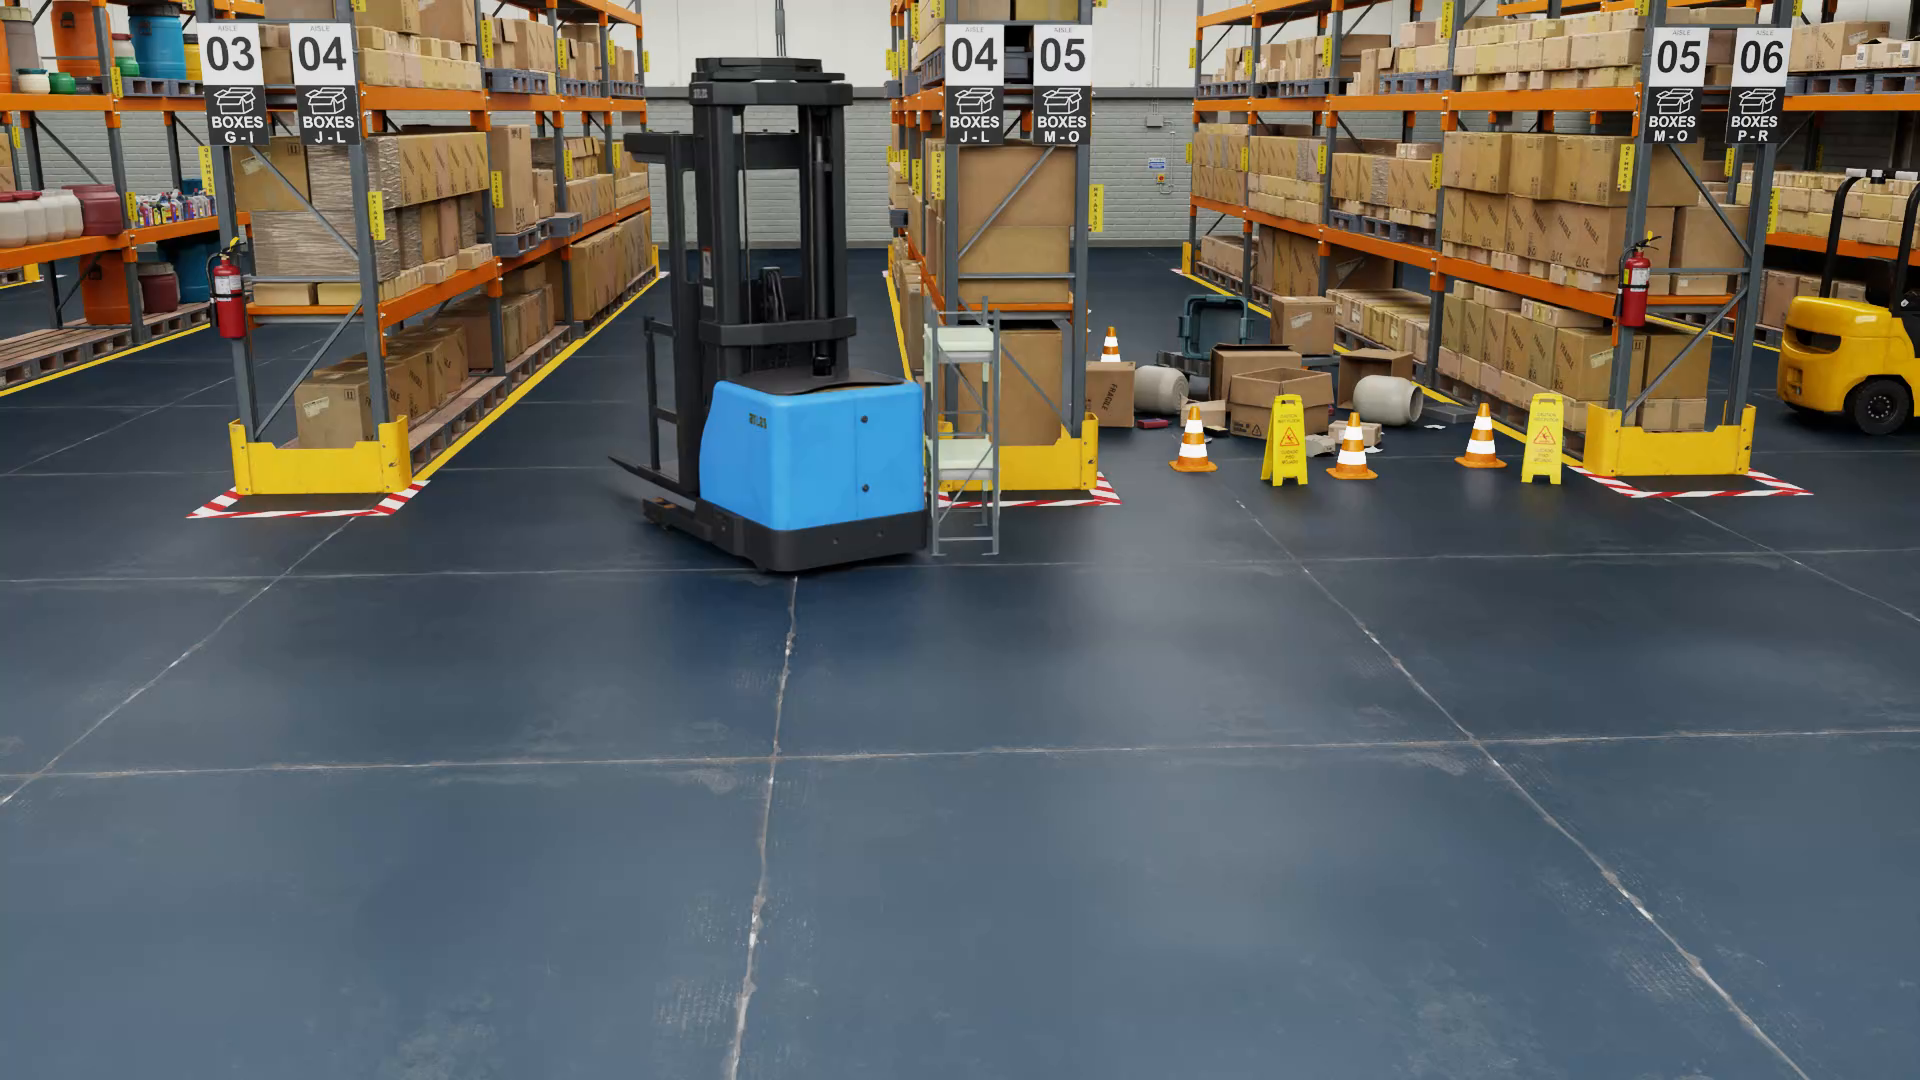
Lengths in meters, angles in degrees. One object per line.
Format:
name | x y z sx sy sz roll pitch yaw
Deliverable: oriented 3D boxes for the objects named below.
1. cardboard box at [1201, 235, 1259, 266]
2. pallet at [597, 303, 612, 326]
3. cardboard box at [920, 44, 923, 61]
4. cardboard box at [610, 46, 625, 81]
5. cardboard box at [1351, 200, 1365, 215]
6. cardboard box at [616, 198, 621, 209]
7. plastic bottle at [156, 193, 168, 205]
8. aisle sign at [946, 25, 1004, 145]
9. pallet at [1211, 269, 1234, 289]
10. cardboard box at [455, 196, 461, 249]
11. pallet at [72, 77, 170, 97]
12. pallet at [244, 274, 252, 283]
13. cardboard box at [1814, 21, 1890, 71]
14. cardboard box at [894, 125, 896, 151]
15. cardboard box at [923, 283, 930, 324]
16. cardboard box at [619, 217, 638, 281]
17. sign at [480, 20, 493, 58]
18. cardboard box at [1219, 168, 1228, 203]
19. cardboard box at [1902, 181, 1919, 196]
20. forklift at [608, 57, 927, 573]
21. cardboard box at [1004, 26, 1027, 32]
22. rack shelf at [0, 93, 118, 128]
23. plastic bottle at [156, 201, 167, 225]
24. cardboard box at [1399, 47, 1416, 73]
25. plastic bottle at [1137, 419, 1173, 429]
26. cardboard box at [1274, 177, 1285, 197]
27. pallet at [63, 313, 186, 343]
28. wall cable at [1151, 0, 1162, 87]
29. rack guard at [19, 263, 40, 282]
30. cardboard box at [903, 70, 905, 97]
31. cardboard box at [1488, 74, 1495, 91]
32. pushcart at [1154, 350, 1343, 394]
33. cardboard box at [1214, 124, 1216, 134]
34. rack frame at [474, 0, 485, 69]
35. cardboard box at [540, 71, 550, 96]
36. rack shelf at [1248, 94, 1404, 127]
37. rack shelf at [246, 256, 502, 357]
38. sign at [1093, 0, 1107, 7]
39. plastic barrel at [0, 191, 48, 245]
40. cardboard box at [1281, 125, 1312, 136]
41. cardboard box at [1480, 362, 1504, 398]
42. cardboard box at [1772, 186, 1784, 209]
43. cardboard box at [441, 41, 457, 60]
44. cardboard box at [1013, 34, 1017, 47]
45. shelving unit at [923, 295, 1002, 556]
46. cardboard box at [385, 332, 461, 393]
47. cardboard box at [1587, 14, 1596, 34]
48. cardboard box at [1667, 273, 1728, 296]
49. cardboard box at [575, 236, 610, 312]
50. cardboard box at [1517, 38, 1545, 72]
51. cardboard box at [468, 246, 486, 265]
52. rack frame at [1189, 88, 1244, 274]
cardboard box | 4.479 -4.737 27.217 0.875 0.438 0.875 -1 14 -5
pallet | -5.104 -2.944 21.545 1.003 0.211 1.213 -1 14 -3
cardboard box | -0.152 -4.274 14.558 0.380 0.149 0.250 -1 14 -3
cardboard box | -5.333 -7.002 24.456 0.700 0.500 0.500 0 14 -1
cardboard box | 4.619 -3.737 18.693 0.380 0.149 0.250 -1 14 -3
cardboard box | -4.992 -4.746 23.458 0.380 0.149 0.250 -1 14 -3
plastic bottle | -9.940 -4.156 20.757 0.144 0.351 0.185 -1 14 -3
aisle sign | 0.100 -3.093 11.311 0.394 0.787 0.004 -1 14 -3
pallet | 4.538 -4.086 25.984 1.003 0.211 1.213 -1 14 -3
cardboard box | -4.848 -2.754 14.414 0.875 0.500 0.500 -1 14 -3
pallet | -9.951 -5.271 19.352 1.003 0.211 1.213 -1 14 -3
pallet | -10.412 -3.849 25.061 1.003 0.211 1.213 -1 14 -3
cardboard box | 9.652 -5.341 18.001 0.500 0.500 0.500 -1 14 -2
cardboard box | -0.685 -5.759 24.084 0.500 0.500 0.500 -1 14 -5
cardboard box | 0.116 -1.868 15.188 0.875 0.875 0.875 -1 14 -3
cardboard box | -5.322 -4.353 24.846 0.875 0.875 0.875 -1 14 -3
sign | -4.268 -4.513 14.990 0.100 0.325 0.005 -1 14 -3
cardboard box | 4.219 -5.355 25.118 0.500 0.500 0.500 -1 14 -4
cardboard box | 9.758 -3.538 16.756 0.380 0.149 0.250 -1 14 -4
forklift | -1.430 -1.544 10.647 1.130 2.935 3.031 -9 17 -32
cardboard box | 0.589 -3.882 12.237 0.500 0.250 0.500 -1 14 -4
rack shelf | -9.877 -4.325 16.740 1.077 0.370 4.000 -1 14 -3
plastic bottle | -9.711 -3.981 20.212 0.061 0.283 0.133 -1 14 -3
cardboard box | 4.844 -4.932 17.113 0.500 0.250 0.500 -1 14 -3
plastic bottle | 1.679 -1.002 14.299 0.283 0.061 0.133 -6 16 -23
cardboard box | 4.430 -4.617 21.749 0.500 0.250 0.500 -1 14 -5
pallet | -10.091 -2.563 20.064 1.003 0.211 1.213 -1 14 -3
wall cable | 3.704 -10.253 32.315 0.463 3.000 0.029 -1 14 -3
rack guard | -15.436 -4.403 26.634 1.175 0.500 0.348 -1 14 -3
cardboard box | -0.434 -5.609 20.087 0.500 0.500 0.500 -1 14 -3
cardboard box | 4.942 -4.076 14.835 0.380 0.149 0.250 -1 14 -3
pushcart | 2.809 -1.635 16.124 1.648 0.377 0.936 -6 16 -23
cardboard box | 4.149 -6.368 25.749 0.380 0.149 0.250 -1 14 -3
rack frame | -4.810 -5.705 14.640 1.000 3.000 0.127 -1 14 -3
cardboard box | -4.739 -4.937 17.975 0.500 0.250 0.500 -1 14 -4
rack shelf | 4.710 -5.549 21.498 1.077 0.370 4.000 -1 14 -3
rack shelf | -4.686 -1.954 13.544 1.077 0.370 4.000 -1 14 -3
sign | 0.949 -3.778 11.256 0.100 0.325 0.005 -1 14 -3
plastic barrel | -9.666 -3.320 17.139 0.433 0.535 0.433 0 14 0
cardboard box | 4.825 -5.872 23.818 0.380 0.149 0.250 -1 14 -4
cardboard box | 4.928 -1.409 14.658 0.500 0.250 0.500 -1 14 -4
cardboard box | 9.601 -3.956 19.179 0.500 0.250 0.500 0 14 -2
cardboard box | -4.431 -4.099 13.920 0.380 0.149 0.250 -1 14 -5
cardboard box | 0.615 -3.843 12.884 0.380 0.149 0.250 -1 14 -4
shelving unit | 0.005 -0.725 10.335 0.431 1.500 0.755 -1 14 -4
cardboard box | -4.782 -1.550 14.705 0.500 0.500 0.500 4 15 14
cardboard box | 5.038 -3.946 12.729 0.380 0.149 0.250 -1 14 -3
cardboard box | 5.515 -1.924 12.488 0.380 0.149 0.250 -1 14 -3
cardboard box | -5.127 -3.363 20.997 1.225 0.875 0.875 -1 14 -3
cardboard box | 4.928 -3.985 13.678 0.500 0.250 0.500 -1 14 -3
cardboard box | -4.497 -2.567 14.987 0.380 0.149 0.250 -1 14 -3
rack frame | 4.338 -5.937 27.582 1.000 3.000 0.127 -1 14 -3
